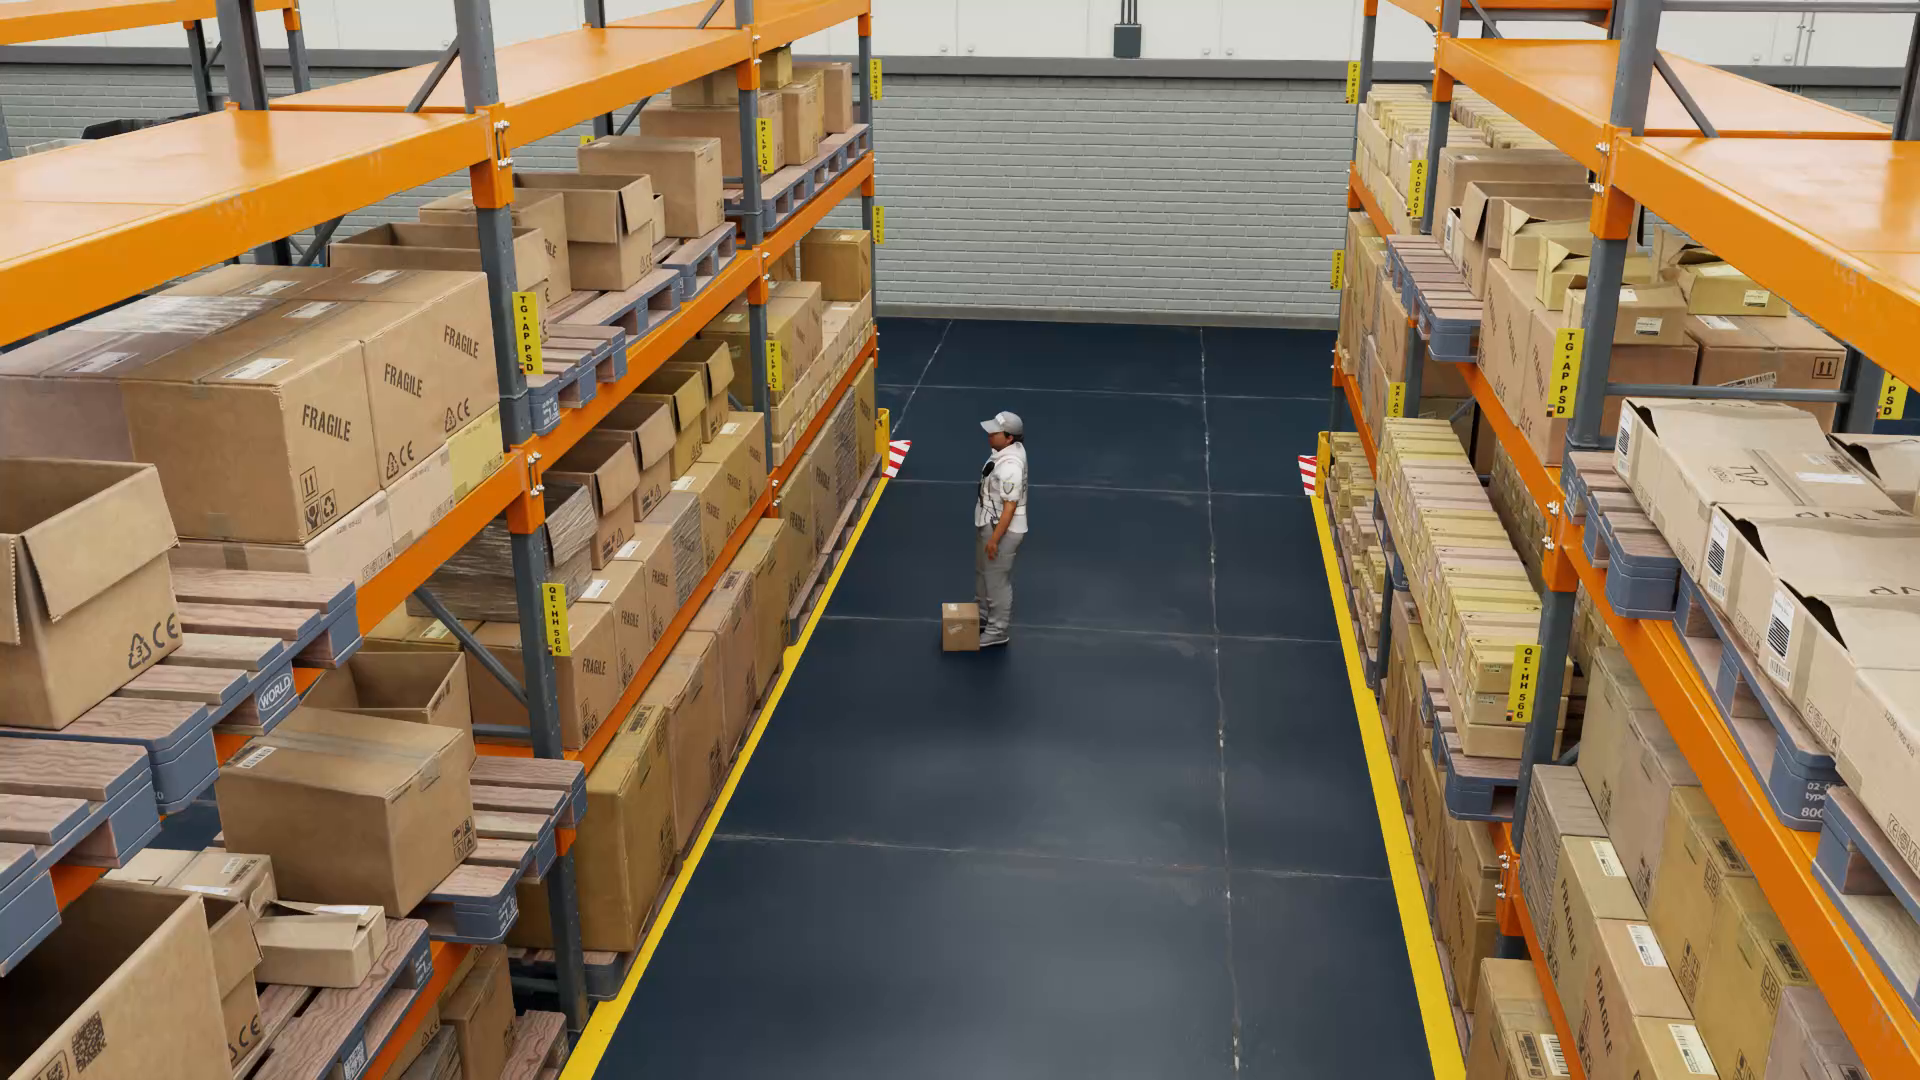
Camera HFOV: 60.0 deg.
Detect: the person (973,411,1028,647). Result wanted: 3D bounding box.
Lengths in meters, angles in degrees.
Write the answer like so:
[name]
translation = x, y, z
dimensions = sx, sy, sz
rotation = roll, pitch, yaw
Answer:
[person]
translation = 0.191, -0.083, 11.264
dimensions = 0.526, 1.670, 0.598
rotation = 0, 21, 0
